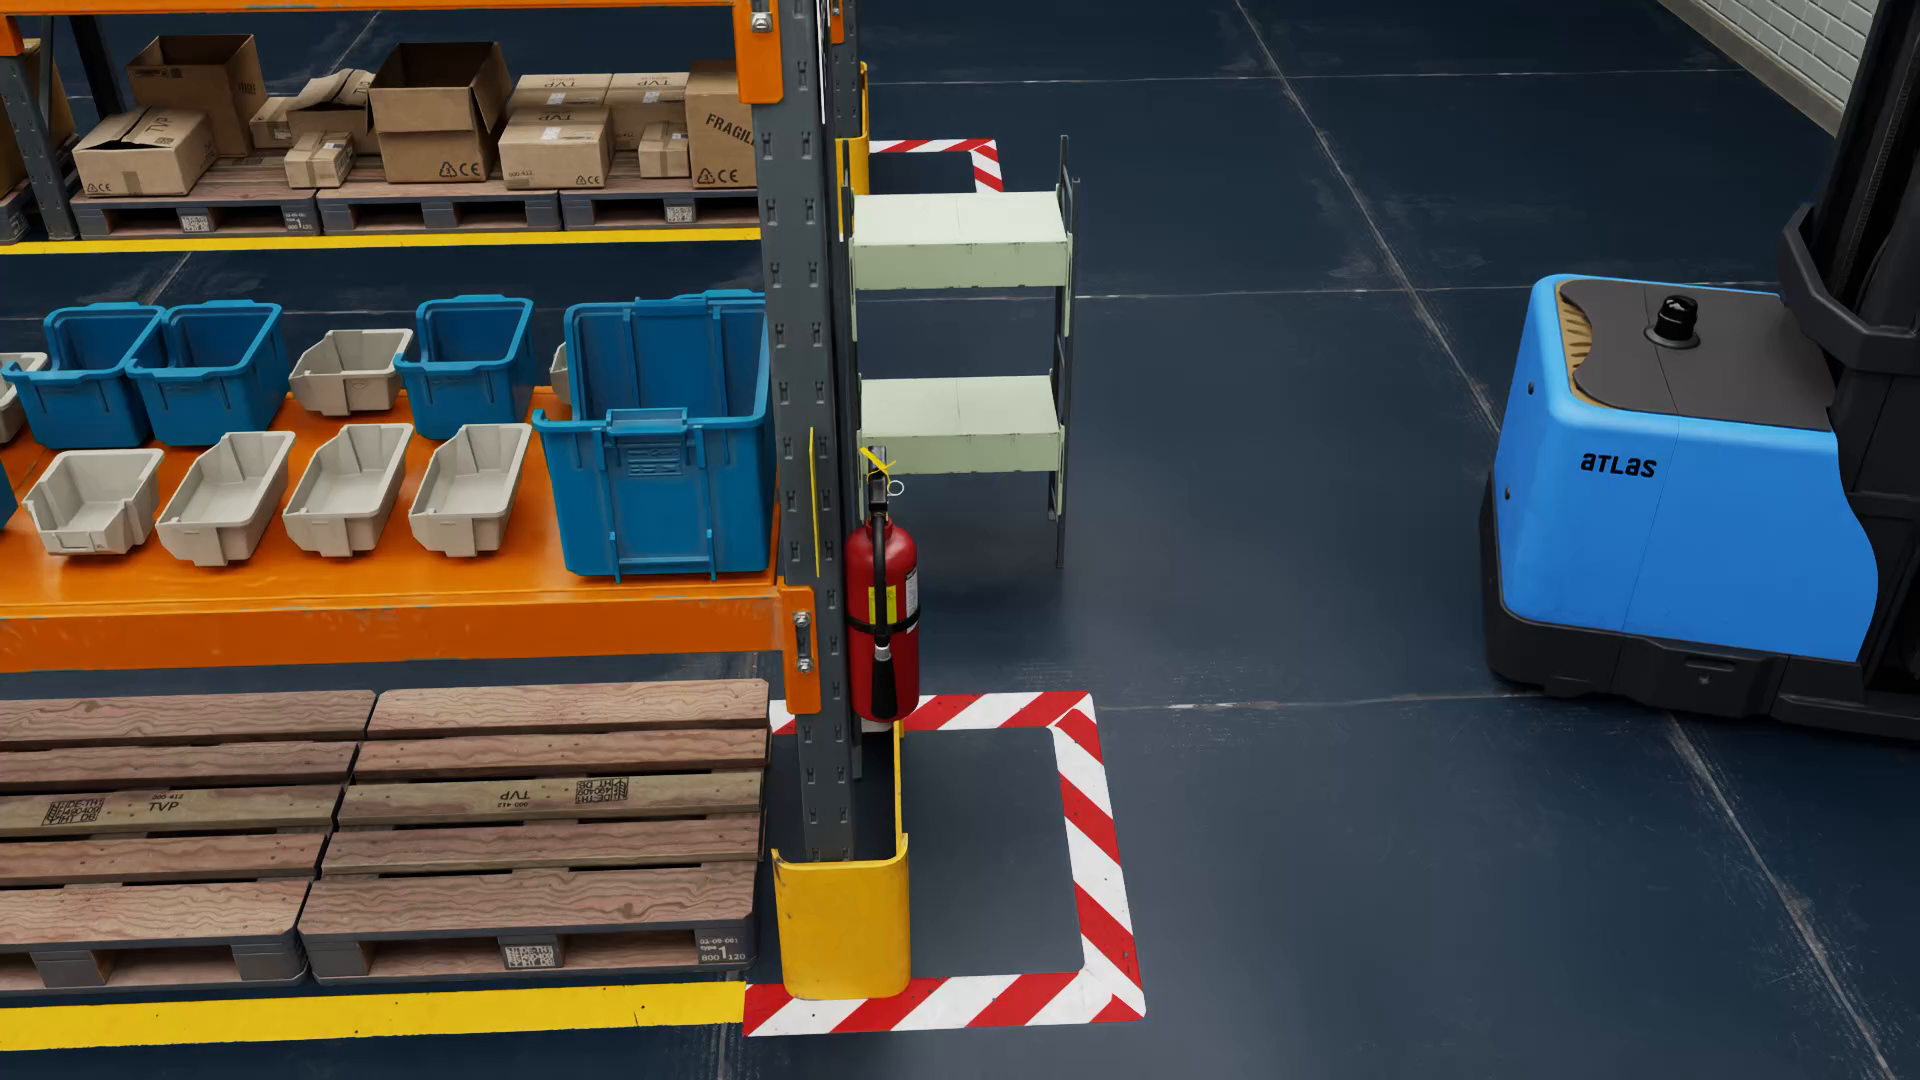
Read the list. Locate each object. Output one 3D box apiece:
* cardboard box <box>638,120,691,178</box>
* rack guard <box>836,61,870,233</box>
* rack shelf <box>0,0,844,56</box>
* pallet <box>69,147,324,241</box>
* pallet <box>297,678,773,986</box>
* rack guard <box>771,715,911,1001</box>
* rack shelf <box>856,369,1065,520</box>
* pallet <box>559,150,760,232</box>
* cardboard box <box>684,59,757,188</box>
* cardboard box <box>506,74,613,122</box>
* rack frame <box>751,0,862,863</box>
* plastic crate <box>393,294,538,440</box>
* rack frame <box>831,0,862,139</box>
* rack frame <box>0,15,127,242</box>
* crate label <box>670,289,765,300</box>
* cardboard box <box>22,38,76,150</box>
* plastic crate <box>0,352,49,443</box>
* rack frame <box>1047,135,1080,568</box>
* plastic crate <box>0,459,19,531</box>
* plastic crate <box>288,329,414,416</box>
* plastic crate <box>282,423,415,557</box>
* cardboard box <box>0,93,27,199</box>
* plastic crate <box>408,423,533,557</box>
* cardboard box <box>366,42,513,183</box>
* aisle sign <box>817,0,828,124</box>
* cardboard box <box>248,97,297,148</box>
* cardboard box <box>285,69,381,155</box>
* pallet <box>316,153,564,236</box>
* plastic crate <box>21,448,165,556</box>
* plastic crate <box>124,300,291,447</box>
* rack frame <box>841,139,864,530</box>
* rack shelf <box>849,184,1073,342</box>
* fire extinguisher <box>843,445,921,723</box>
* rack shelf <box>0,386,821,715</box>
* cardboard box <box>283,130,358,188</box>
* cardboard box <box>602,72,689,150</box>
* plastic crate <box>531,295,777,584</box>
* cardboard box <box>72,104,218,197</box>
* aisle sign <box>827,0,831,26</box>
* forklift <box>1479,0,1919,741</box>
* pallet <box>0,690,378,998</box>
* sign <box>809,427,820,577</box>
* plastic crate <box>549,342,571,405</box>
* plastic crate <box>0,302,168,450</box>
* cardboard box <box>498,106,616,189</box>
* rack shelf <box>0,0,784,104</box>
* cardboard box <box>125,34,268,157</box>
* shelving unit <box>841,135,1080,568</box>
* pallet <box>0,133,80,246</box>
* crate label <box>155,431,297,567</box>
[{"bbox_3d":[-1.526,-2.042,8.667,0.250,0.166,0.380,-2,35,-2],"label":"cardboard box"},{"bbox_3d":[-0.661,-2.110,8.860,0.348,0.500,1.175,-2,35,-2],"label":"rack guard"},{"bbox_3d":[-2.583,-2.790,8.278,4.000,0.370,1.077,-2,35,-2],"label":"rack shelf"},{"bbox_3d":[-3.895,-1.904,8.815,1.213,0.211,1.003,-2,35,-2],"label":"pallet"},{"bbox_3d":[-1.180,0.822,4.876,1.213,0.211,1.003,-2,35,-2],"label":"pallet"},{"bbox_3d":[-0.331,0.695,4.806,0.348,0.500,1.175,-2,35,-2],"label":"rack guard"},{"bbox_3d":[-0.007,-0.348,6.008,0.720,0.370,0.431,-2,35,-2],"label":"rack shelf"},{"bbox_3d":[-1.458,-1.969,8.910,1.213,0.211,1.003,-2,35,-2],"label":"pallet"},{"bbox_3d":[-1.117,-2.139,8.514,0.500,0.500,0.500,-2,35,-2],"label":"cardboard box"},{"bbox_3d":[-2.141,-2.310,8.982,0.500,0.250,0.500,-2,35,-2],"label":"cardboard box"},{"bbox_3d":[-0.355,-0.324,4.083,0.127,3.000,1.000,-2,35,-2],"label":"rack frame"},{"bbox_3d":[-1.275,-0.443,4.349,0.300,0.233,0.416,-2,35,-2],"label":"plastic crate"},{"bbox_3d":[-0.586,-3.140,8.152,0.127,3.000,1.000,-2,35,-2],"label":"rack frame"},{"bbox_3d":[-4.581,-3.032,7.996,0.127,3.000,1.000,-2,35,-2],"label":"rack frame"},{"bbox_3d":[-0.617,-0.461,4.374,0.303,0.233,0.416,-2,35,-2],"label":"crate label"},{"bbox_3d":[-5.076,-2.311,8.763,0.500,0.500,0.500,-3,35,-4],"label":"cardboard box"},{"bbox_3d":[-2.625,-0.351,4.300,0.466,0.136,0.293,-2,35,-2],"label":"plastic crate"},{"bbox_3d":[0.359,-0.626,5.837,0.023,1.500,0.400,-2,35,-2],"label":"rack frame"},{"bbox_3d":[-2.394,-0.079,3.823,0.300,0.233,0.416,-2,35,-2],"label":"plastic crate"},{"bbox_3d":[-1.619,-0.441,4.431,0.298,0.136,0.250,-2,35,-2],"label":"plastic crate"},{"bbox_3d":[-1.451,-0.116,3.961,0.243,0.136,0.396,-2,35,-2],"label":"plastic crate"},{"bbox_3d":[-5.060,-2.009,8.327,0.500,0.500,0.500,-2,35,-2],"label":"cardboard box"},{"bbox_3d":[-1.161,-0.116,3.960,0.243,0.136,0.396,-2,35,-2],"label":"plastic crate"},{"bbox_3d":[-2.705,-2.240,8.658,0.637,0.503,0.797,-2,35,-2],"label":"cardboard box"},{"bbox_3d":[-0.269,-1.229,3.105,0.004,0.787,0.394,-2,35,-2],"label":"aisle sign"},{"bbox_3d":[-3.654,-2.262,9.001,0.250,0.149,0.380,-2,35,-2],"label":"cardboard box"},{"bbox_3d":[-3.276,-2.305,8.920,0.500,0.311,0.500,-2,35,-2],"label":"cardboard box"},{"bbox_3d":[-2.673,-1.938,8.865,1.213,0.211,1.003,-2,35,-2],"label":"pallet"},{"bbox_3d":[-2.023,-0.076,3.903,0.250,0.136,0.298,-2,35,-2],"label":"plastic crate"},{"bbox_3d":[-1.932,-0.425,4.323,0.300,0.233,0.416,-2,35,-2],"label":"plastic crate"},{"bbox_3d":[-0.372,-0.607,5.809,0.023,1.500,0.400,-2,35,-2],"label":"rack frame"},{"bbox_3d":[-0.007,-0.937,5.601,0.720,0.370,0.431,-2,35,-2],"label":"rack shelf"},{"bbox_3d":[-0.183,0.115,3.844,0.183,0.674,0.296,-2,35,-2],"label":"fire extinguisher"},{"bbox_3d":[-2.353,0.025,4.210,4.000,0.370,1.077,-2,35,-2],"label":"rack shelf"},{"bbox_3d":[-3.288,-1.966,8.557,0.250,0.166,0.380,-2,35,-2],"label":"cardboard box"},{"bbox_3d":[-1.642,-2.324,9.001,0.500,0.250,0.500,-2,35,-2],"label":"cardboard box"},{"bbox_3d":[-0.680,-0.248,3.889,0.499,0.435,0.616,-2,35,-2],"label":"plastic crate"},{"bbox_3d":[-4.152,-1.996,8.474,0.500,0.311,0.500,-2,35,-2],"label":"cardboard box"},{"bbox_3d":[-0.297,-1.564,3.590,0.004,0.787,0.394,-2,35,-2],"label":"aisle sign"},{"bbox_3d":[3.329,-0.796,4.825,3.031,2.935,1.130,7,35,10],"label":"forklift"},{"bbox_3d":[-2.396,0.854,4.831,1.213,0.211,1.003,-2,35,-2],"label":"pallet"},{"bbox_3d":[-0.313,-0.079,3.585,0.005,0.325,0.100,-2,35,-2],"label":"sign"},{"bbox_3d":[-0.941,-0.460,4.457,0.298,0.136,0.250,-2,35,-2],"label":"plastic crate"},{"bbox_3d":[-2.232,-0.417,4.311,0.300,0.233,0.416,-2,35,-2],"label":"plastic crate"},{"bbox_3d":[-2.067,-2.027,8.573,0.500,0.250,0.500,-2,35,-2],"label":"cardboard box"},{"bbox_3d":[-2.353,-1.208,3.356,4.000,0.370,1.077,-2,35,-2],"label":"rack shelf"},{"bbox_3d":[-4.025,-2.362,8.837,0.500,0.500,0.500,-2,35,-2],"label":"cardboard box"},{"bbox_3d":[-0.007,-0.617,5.823,0.755,1.500,0.431,-2,35,-2],"label":"shelving unit"},{"bbox_3d":[-5.392,-1.842,8.727,1.213,0.211,1.003,-2,35,-2],"label":"pallet"},{"bbox_3d":[-1.728,-0.095,3.930,0.243,0.136,0.396,-2,35,-2],"label":"crate label"}]
